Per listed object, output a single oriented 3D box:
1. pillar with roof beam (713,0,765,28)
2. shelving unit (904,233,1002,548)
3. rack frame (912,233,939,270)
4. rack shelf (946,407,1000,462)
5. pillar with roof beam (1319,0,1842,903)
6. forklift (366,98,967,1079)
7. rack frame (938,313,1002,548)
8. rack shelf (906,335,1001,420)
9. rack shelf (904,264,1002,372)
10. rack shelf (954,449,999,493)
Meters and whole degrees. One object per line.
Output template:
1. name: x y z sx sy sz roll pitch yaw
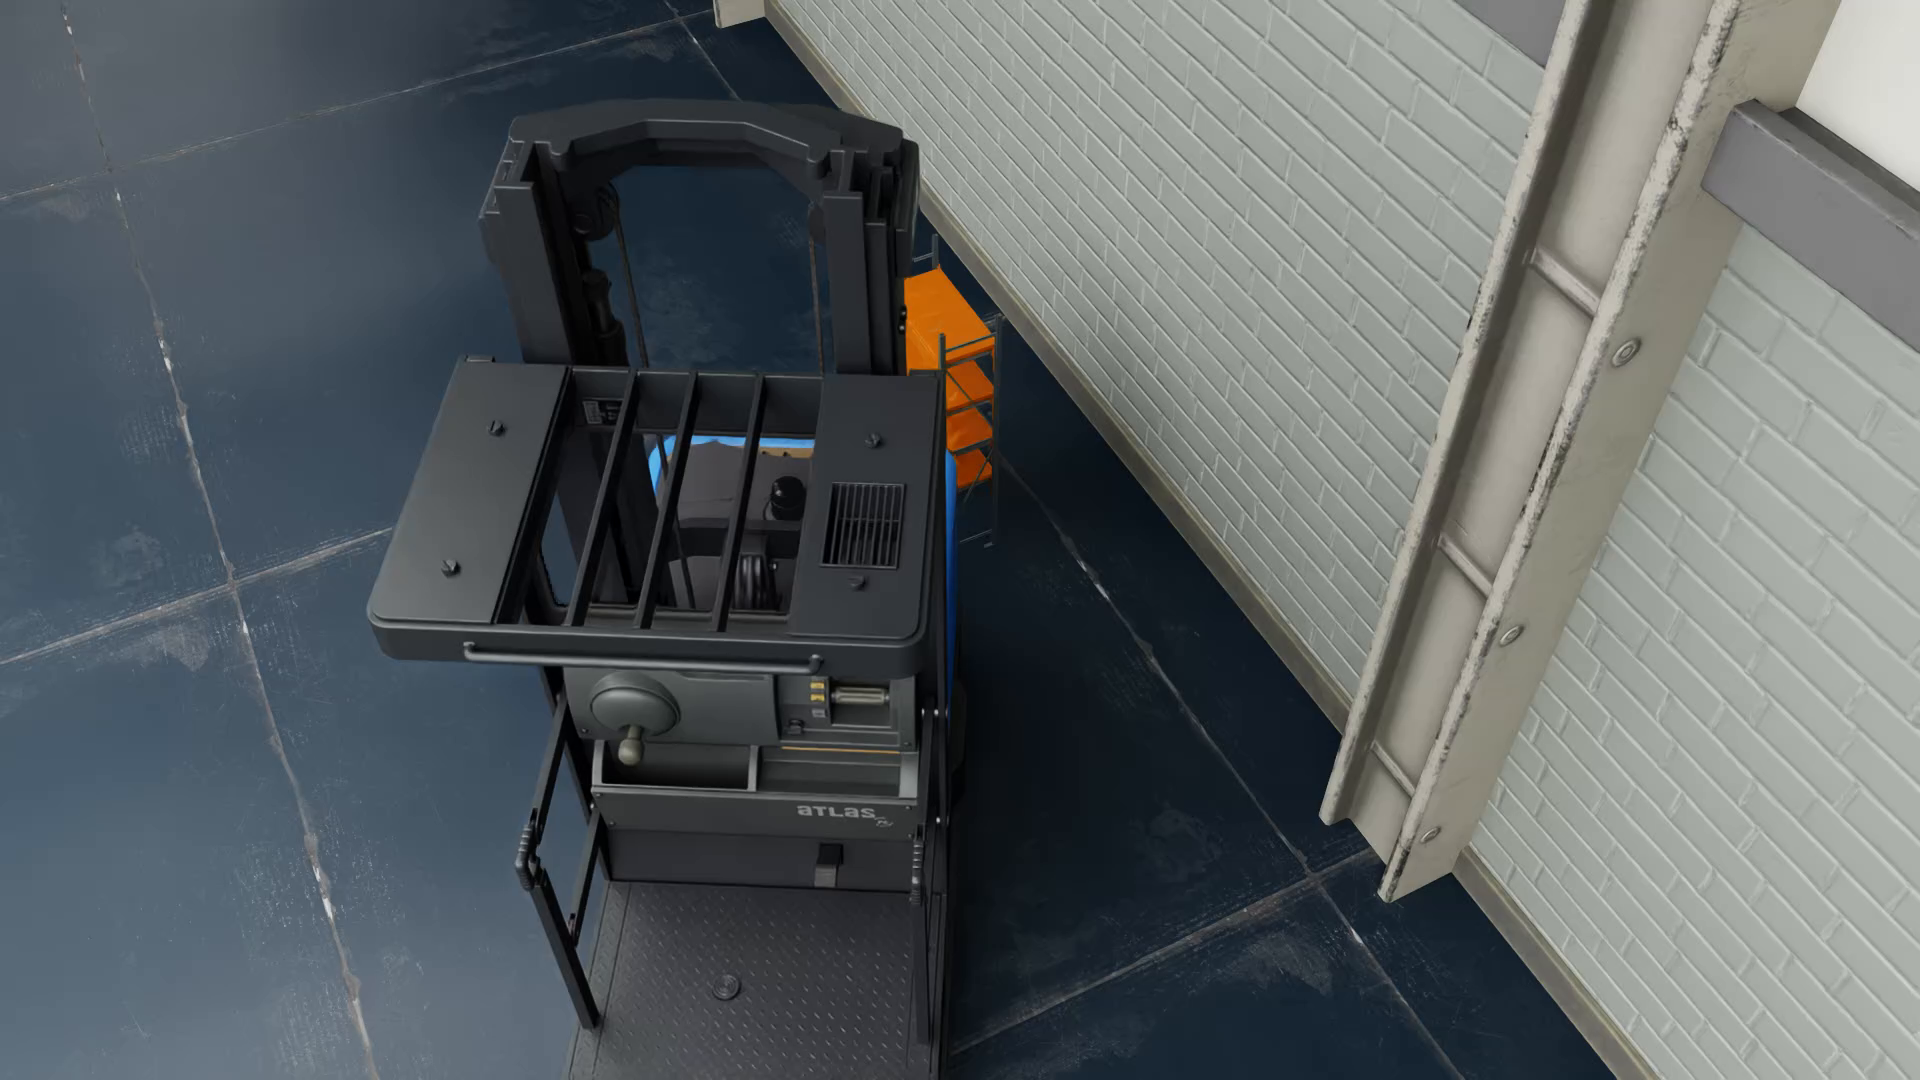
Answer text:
1. pillar with roof beam: -5.098 -4.460 4.565 9.100 9.000 0.400 -21 52 -18
2. shelving unit: -0.076 -0.506 6.288 0.258 1.200 0.503 -21 52 -18
3. rack frame: -0.187 -0.669 6.431 0.240 1.200 0.015 -21 52 -18
4. rack shelf: -0.076 -0.462 6.339 0.258 0.148 0.480 -21 52 -18
5. pillar with roof beam: -2.352 -0.445 1.053 9.100 9.000 0.400 -21 52 -18
6. forklift: -0.588 0.512 4.247 1.130 2.935 3.031 2 49 2
7. rack frame: 0.036 -0.342 6.145 0.240 1.200 0.015 -21 52 -18
8. rack shelf: -0.076 -0.609 6.170 0.258 0.148 0.480 -21 52 -18
9. rack shelf: -0.076 -0.764 5.992 0.258 0.148 0.480 -21 52 -18
10. rack shelf: -0.076 -0.331 6.488 0.258 0.148 0.480 -21 52 -18
